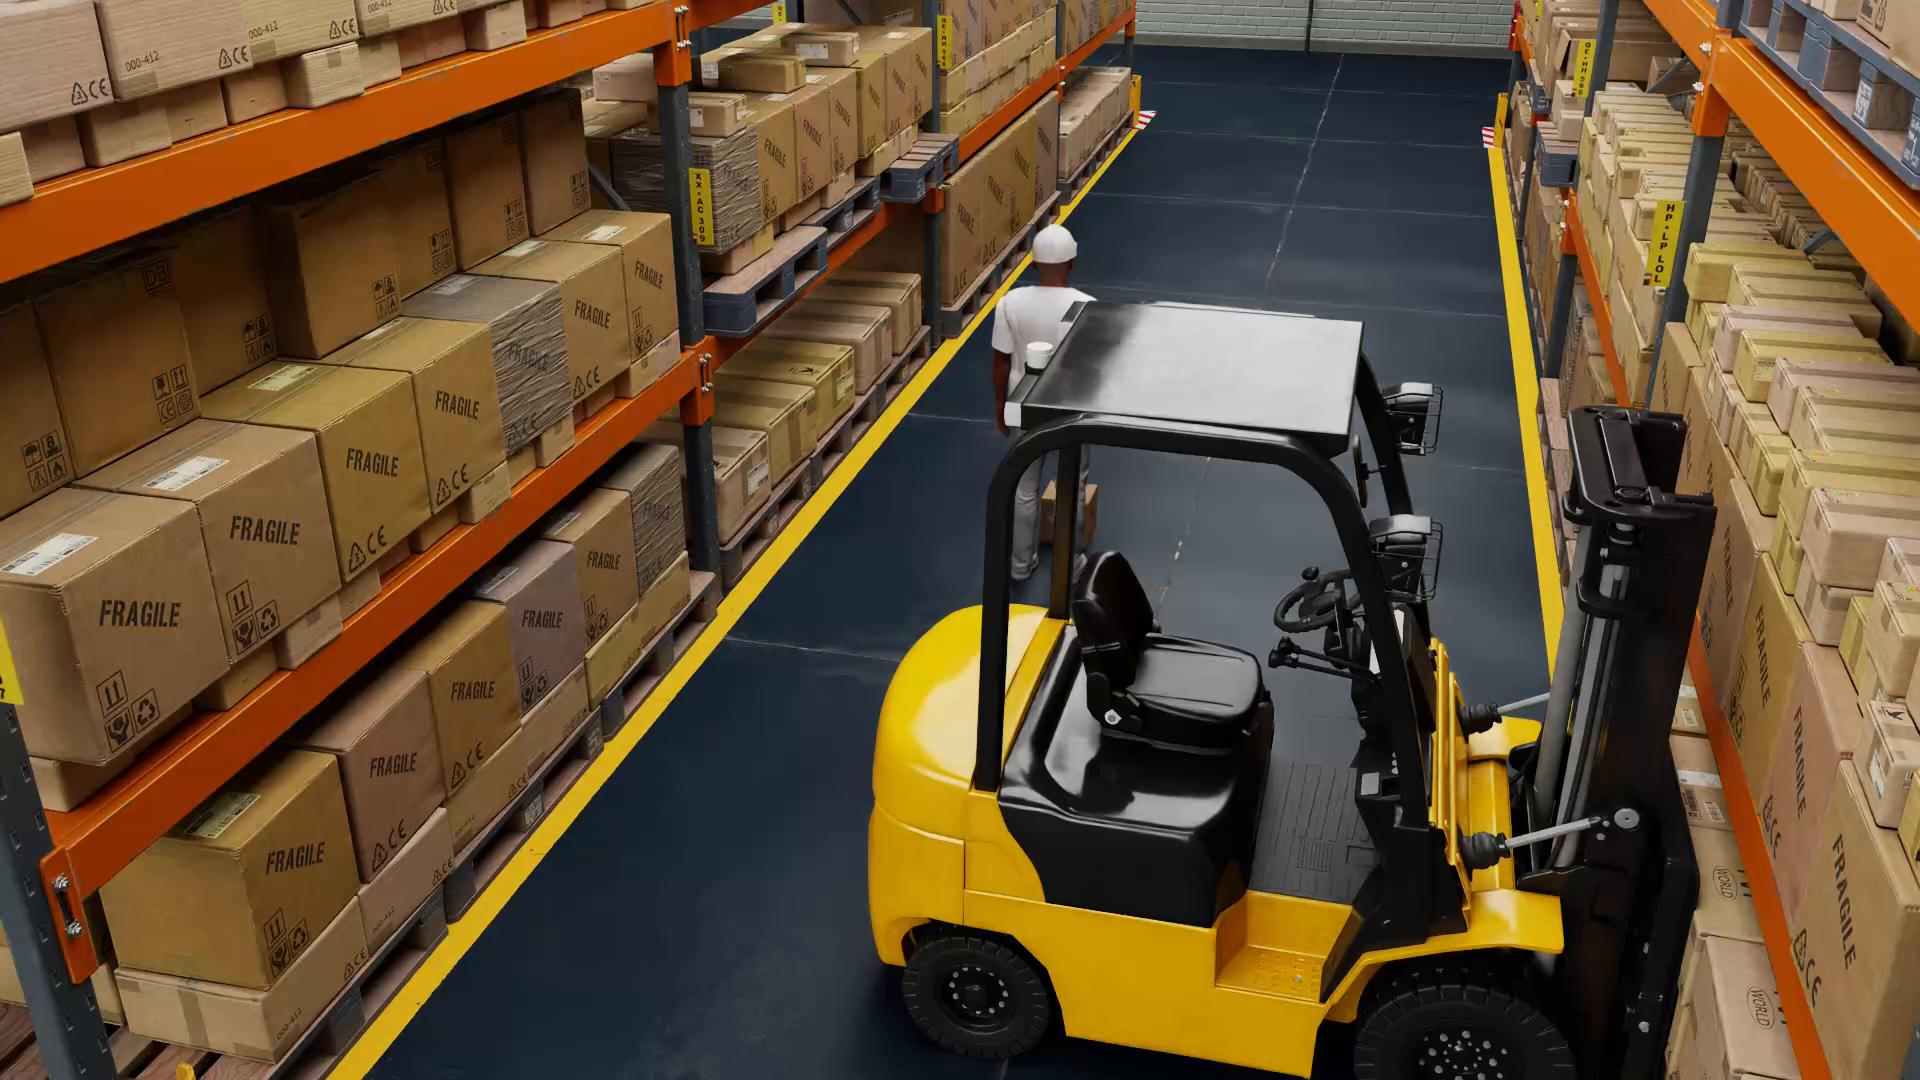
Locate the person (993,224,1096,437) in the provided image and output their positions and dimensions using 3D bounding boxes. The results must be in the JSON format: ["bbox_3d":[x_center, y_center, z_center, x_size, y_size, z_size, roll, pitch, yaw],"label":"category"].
[{"bbox_3d":[0.428,-0.941,7.745,0.560,1.065,0.344,7,26,14],"label":"person"}]
